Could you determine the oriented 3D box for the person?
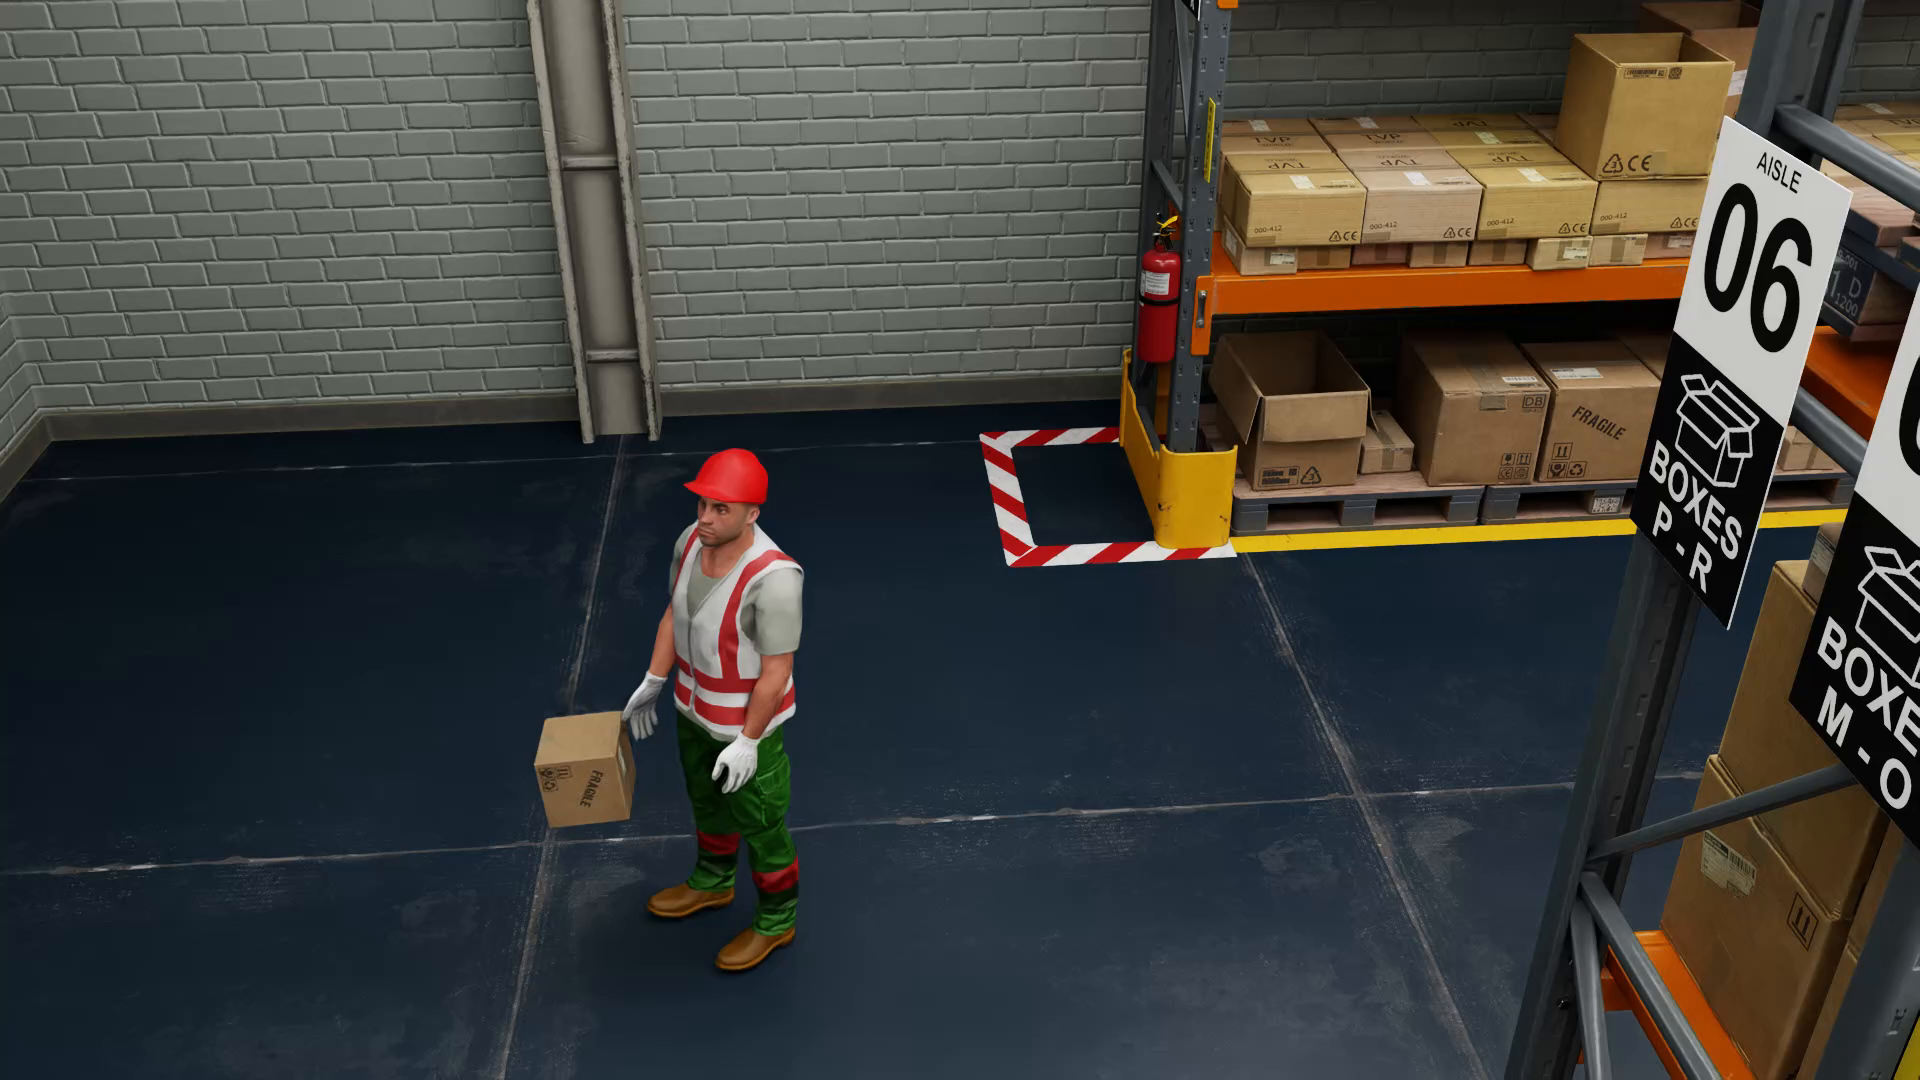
[{"bbox_3d":[-0.753,0.544,5.166,0.450,1.795,0.586,-26,39,-36],"label":"person"}]
